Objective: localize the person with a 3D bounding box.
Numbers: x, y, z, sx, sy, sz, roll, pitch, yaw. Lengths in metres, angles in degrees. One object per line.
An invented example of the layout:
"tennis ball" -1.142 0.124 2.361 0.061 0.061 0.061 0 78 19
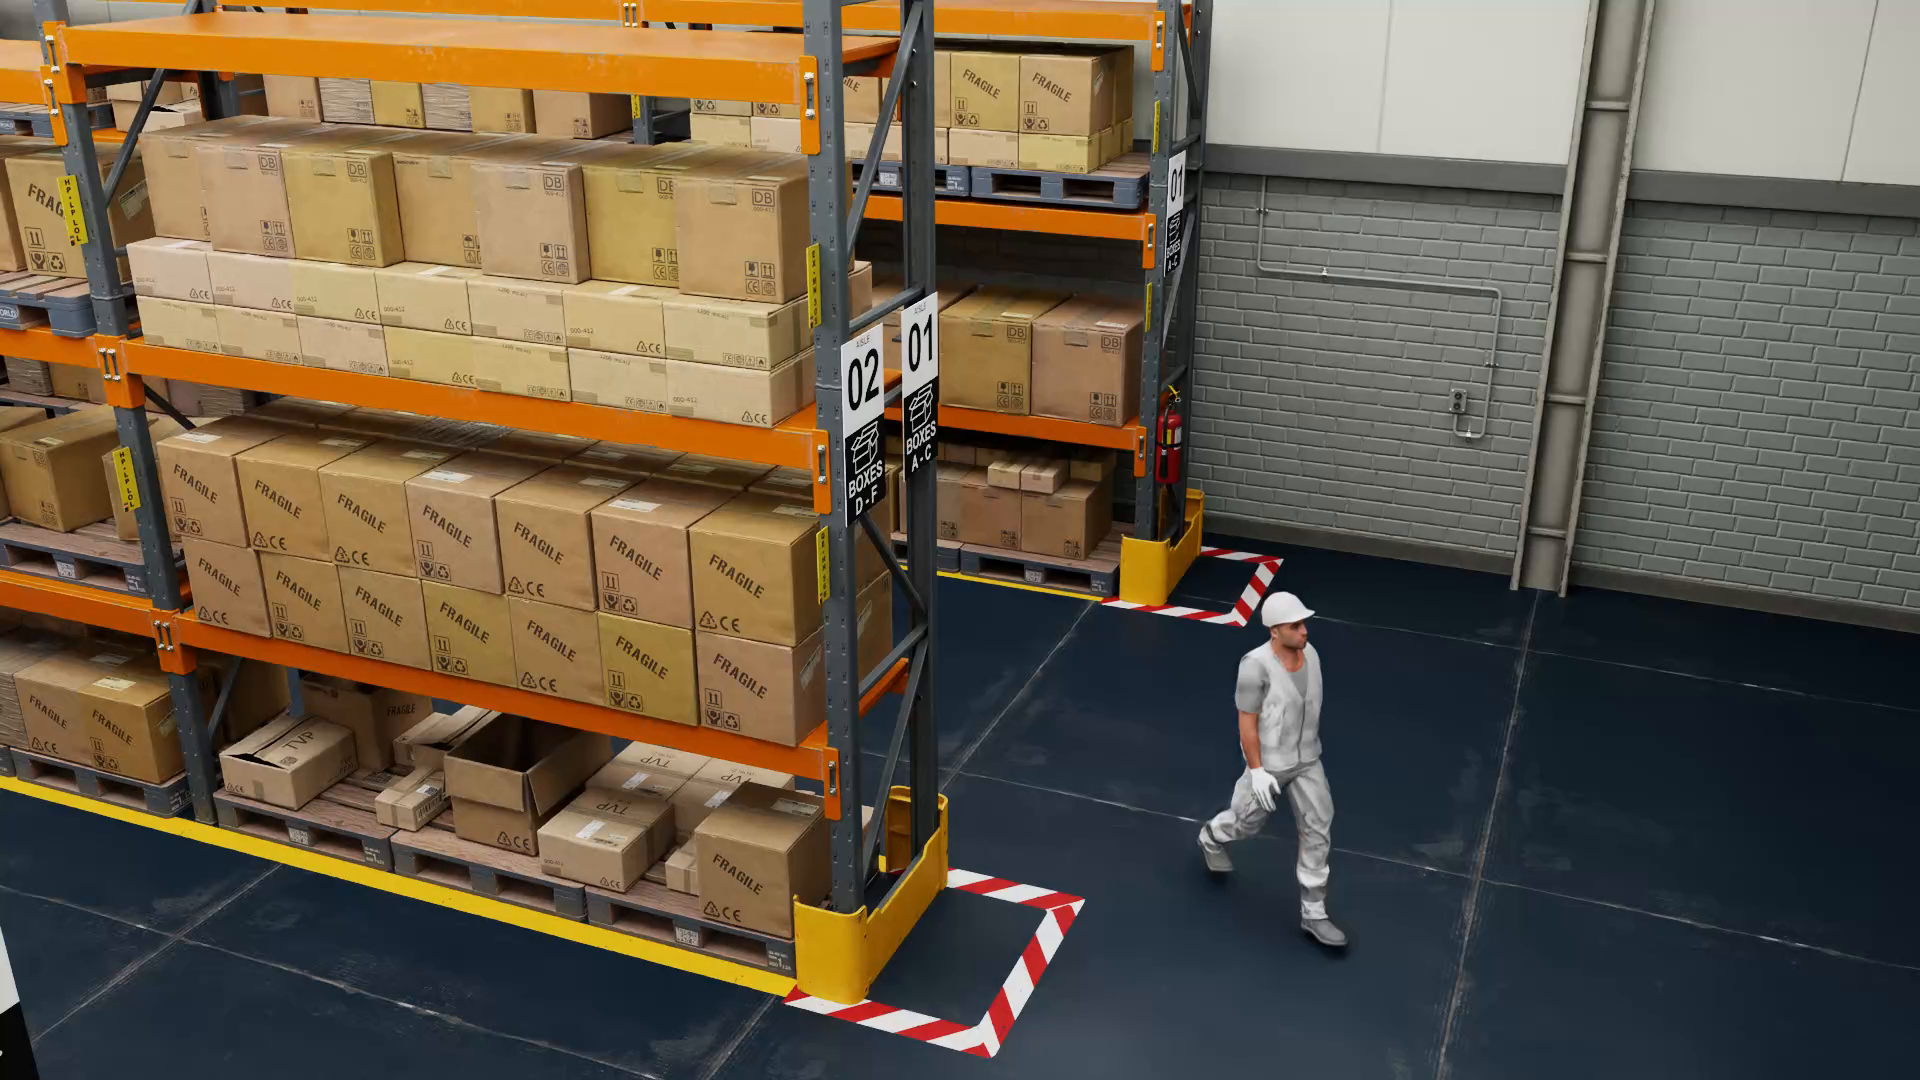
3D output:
"person" 1.582 1.083 8.248 0.523 1.749 1.018 -11 24 -24
